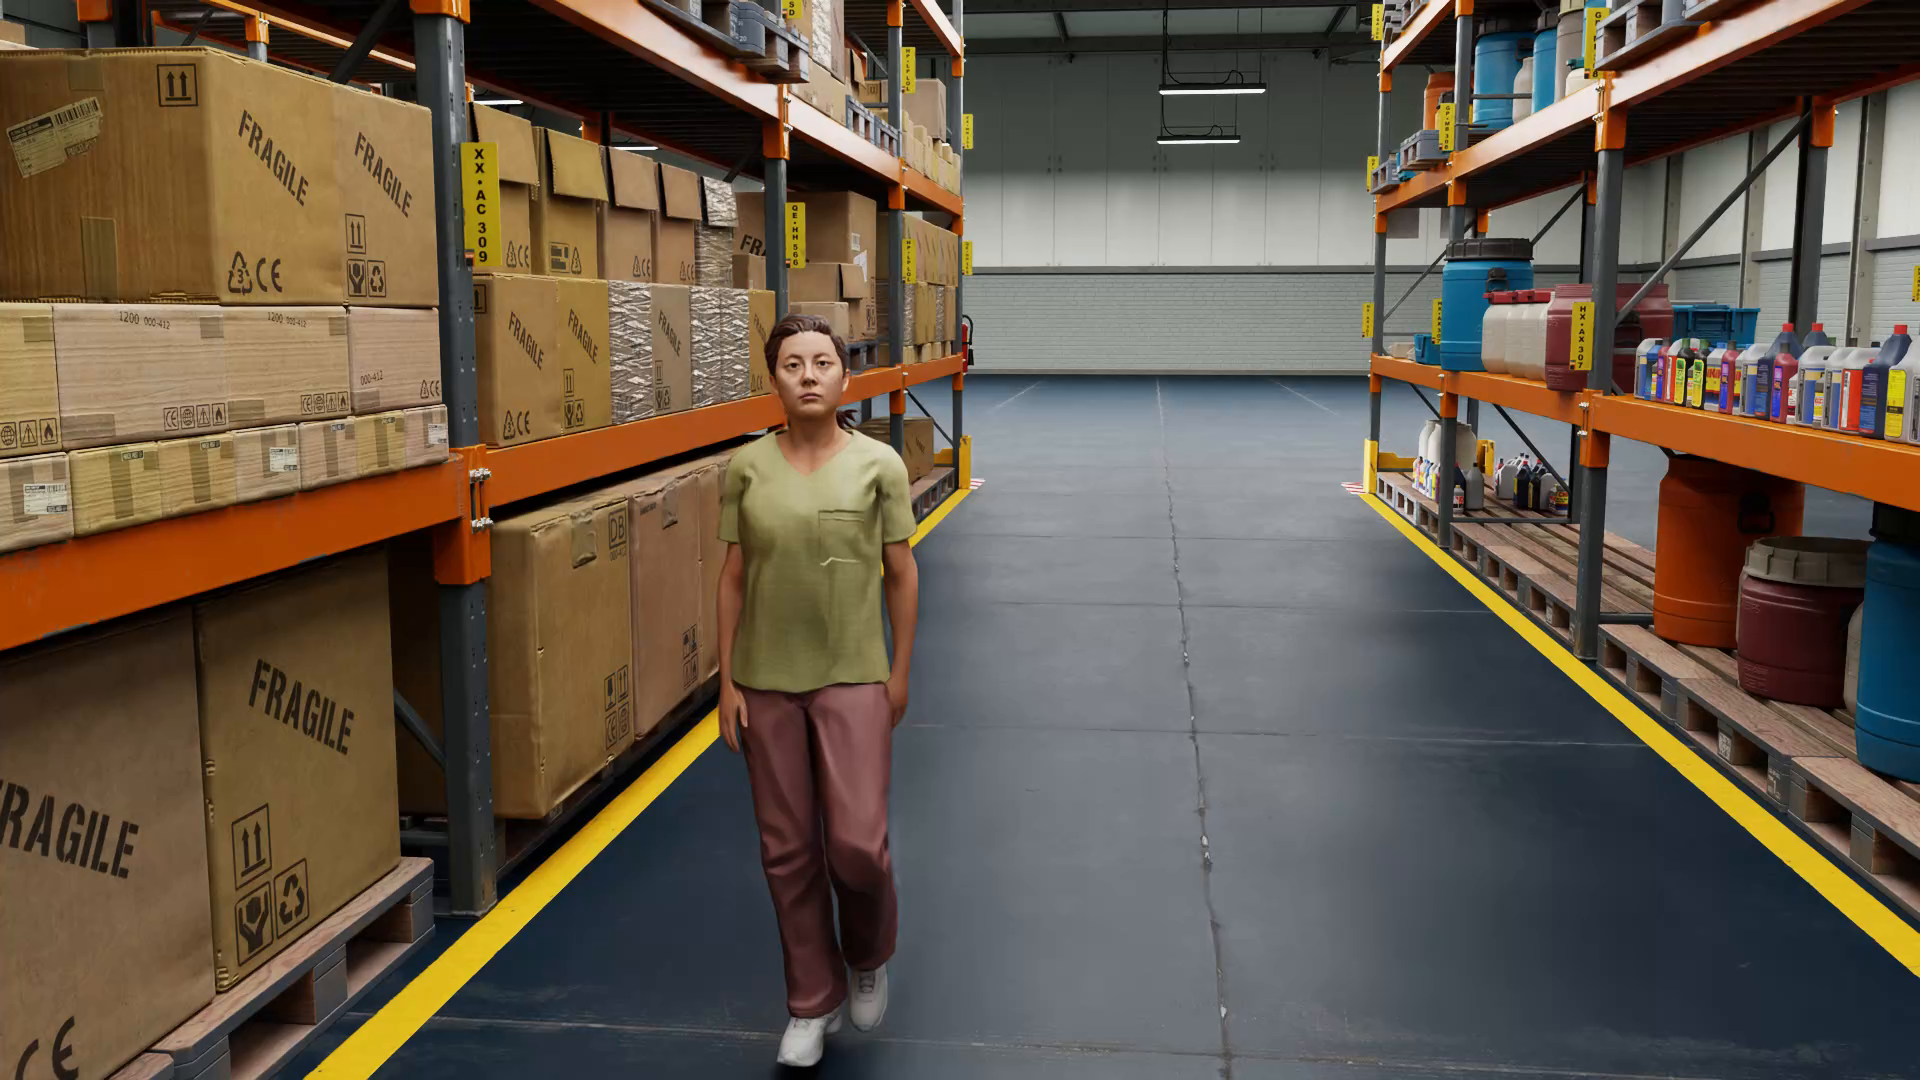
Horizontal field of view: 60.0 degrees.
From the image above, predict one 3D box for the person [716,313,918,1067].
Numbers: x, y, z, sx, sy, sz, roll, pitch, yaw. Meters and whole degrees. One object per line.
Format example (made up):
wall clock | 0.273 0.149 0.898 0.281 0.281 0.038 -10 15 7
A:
person | -0.328 0.332 3.694 0.444 1.656 0.476 1 8 7
